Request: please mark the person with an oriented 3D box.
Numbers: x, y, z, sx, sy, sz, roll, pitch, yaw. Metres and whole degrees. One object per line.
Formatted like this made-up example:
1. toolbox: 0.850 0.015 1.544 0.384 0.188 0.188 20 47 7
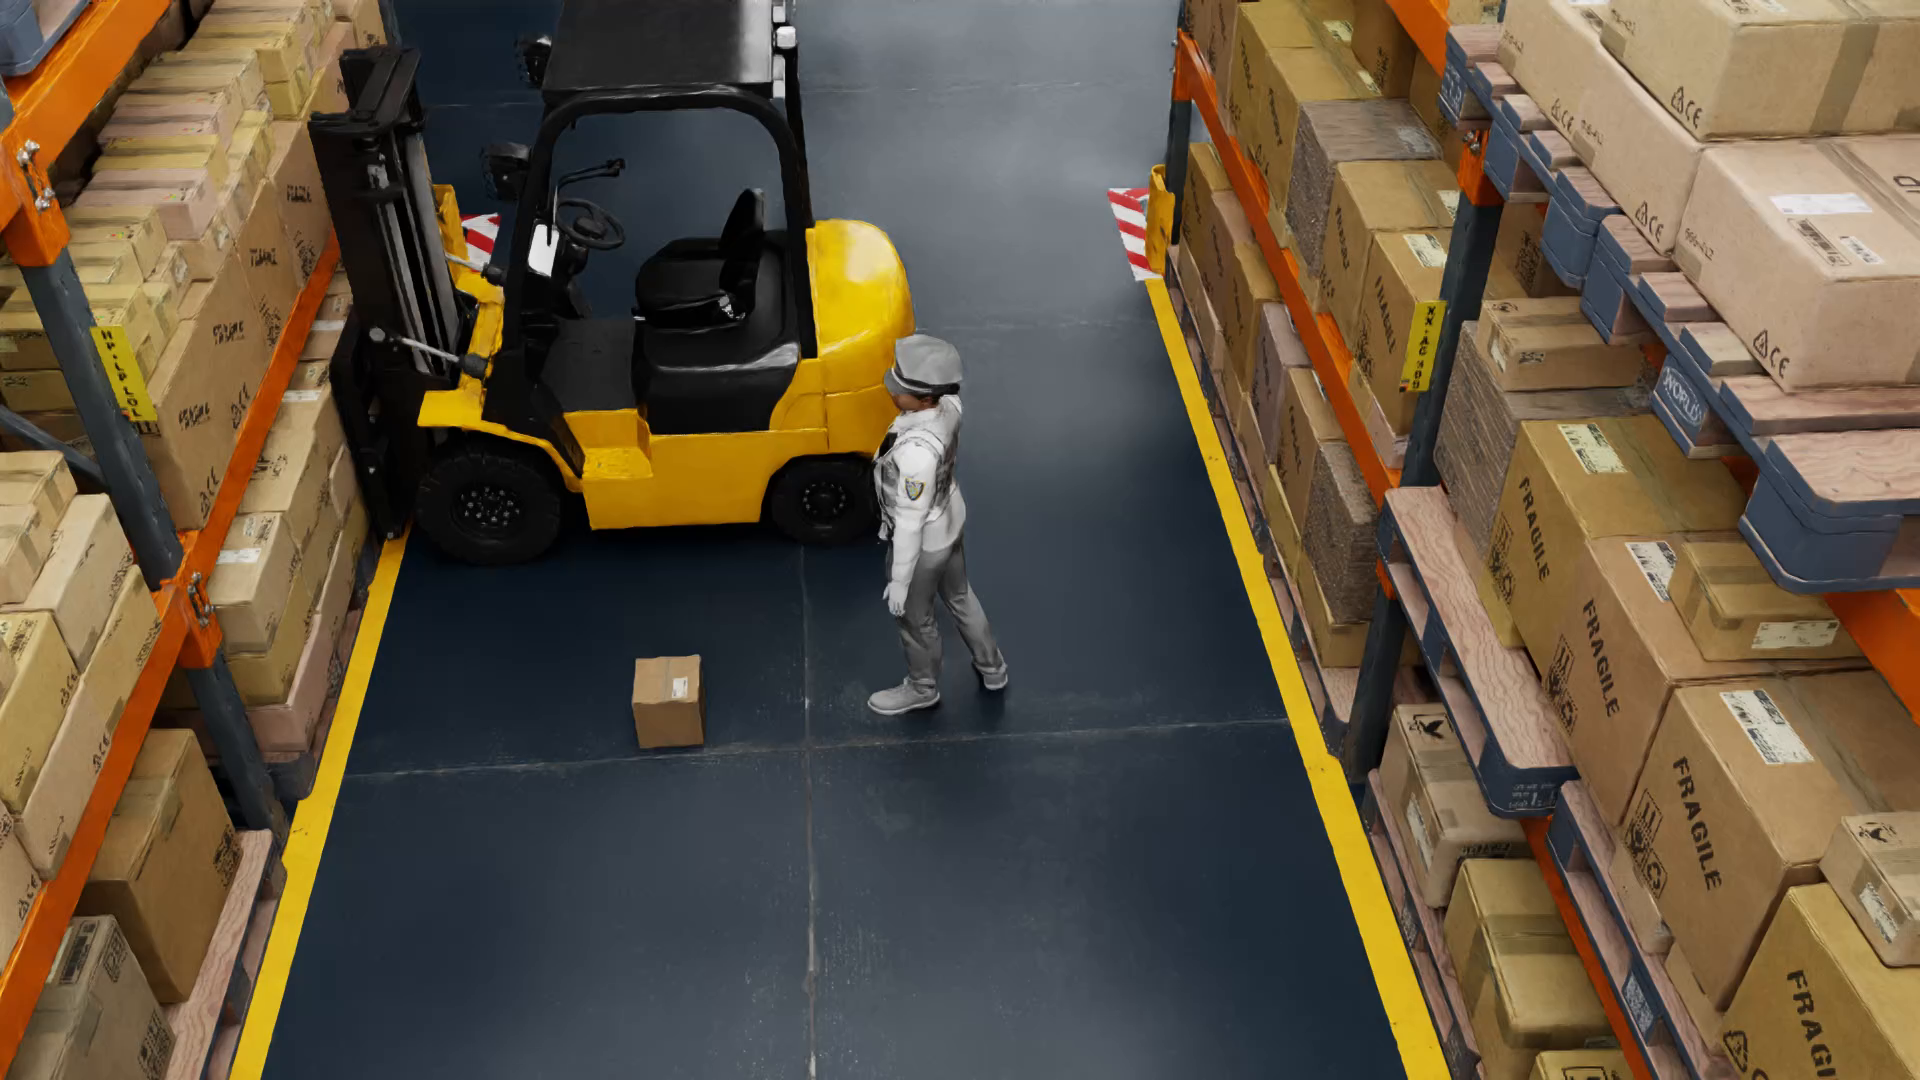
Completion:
1. person: -0.088 -0.011 6.159 0.514 1.677 0.638 11 41 13
